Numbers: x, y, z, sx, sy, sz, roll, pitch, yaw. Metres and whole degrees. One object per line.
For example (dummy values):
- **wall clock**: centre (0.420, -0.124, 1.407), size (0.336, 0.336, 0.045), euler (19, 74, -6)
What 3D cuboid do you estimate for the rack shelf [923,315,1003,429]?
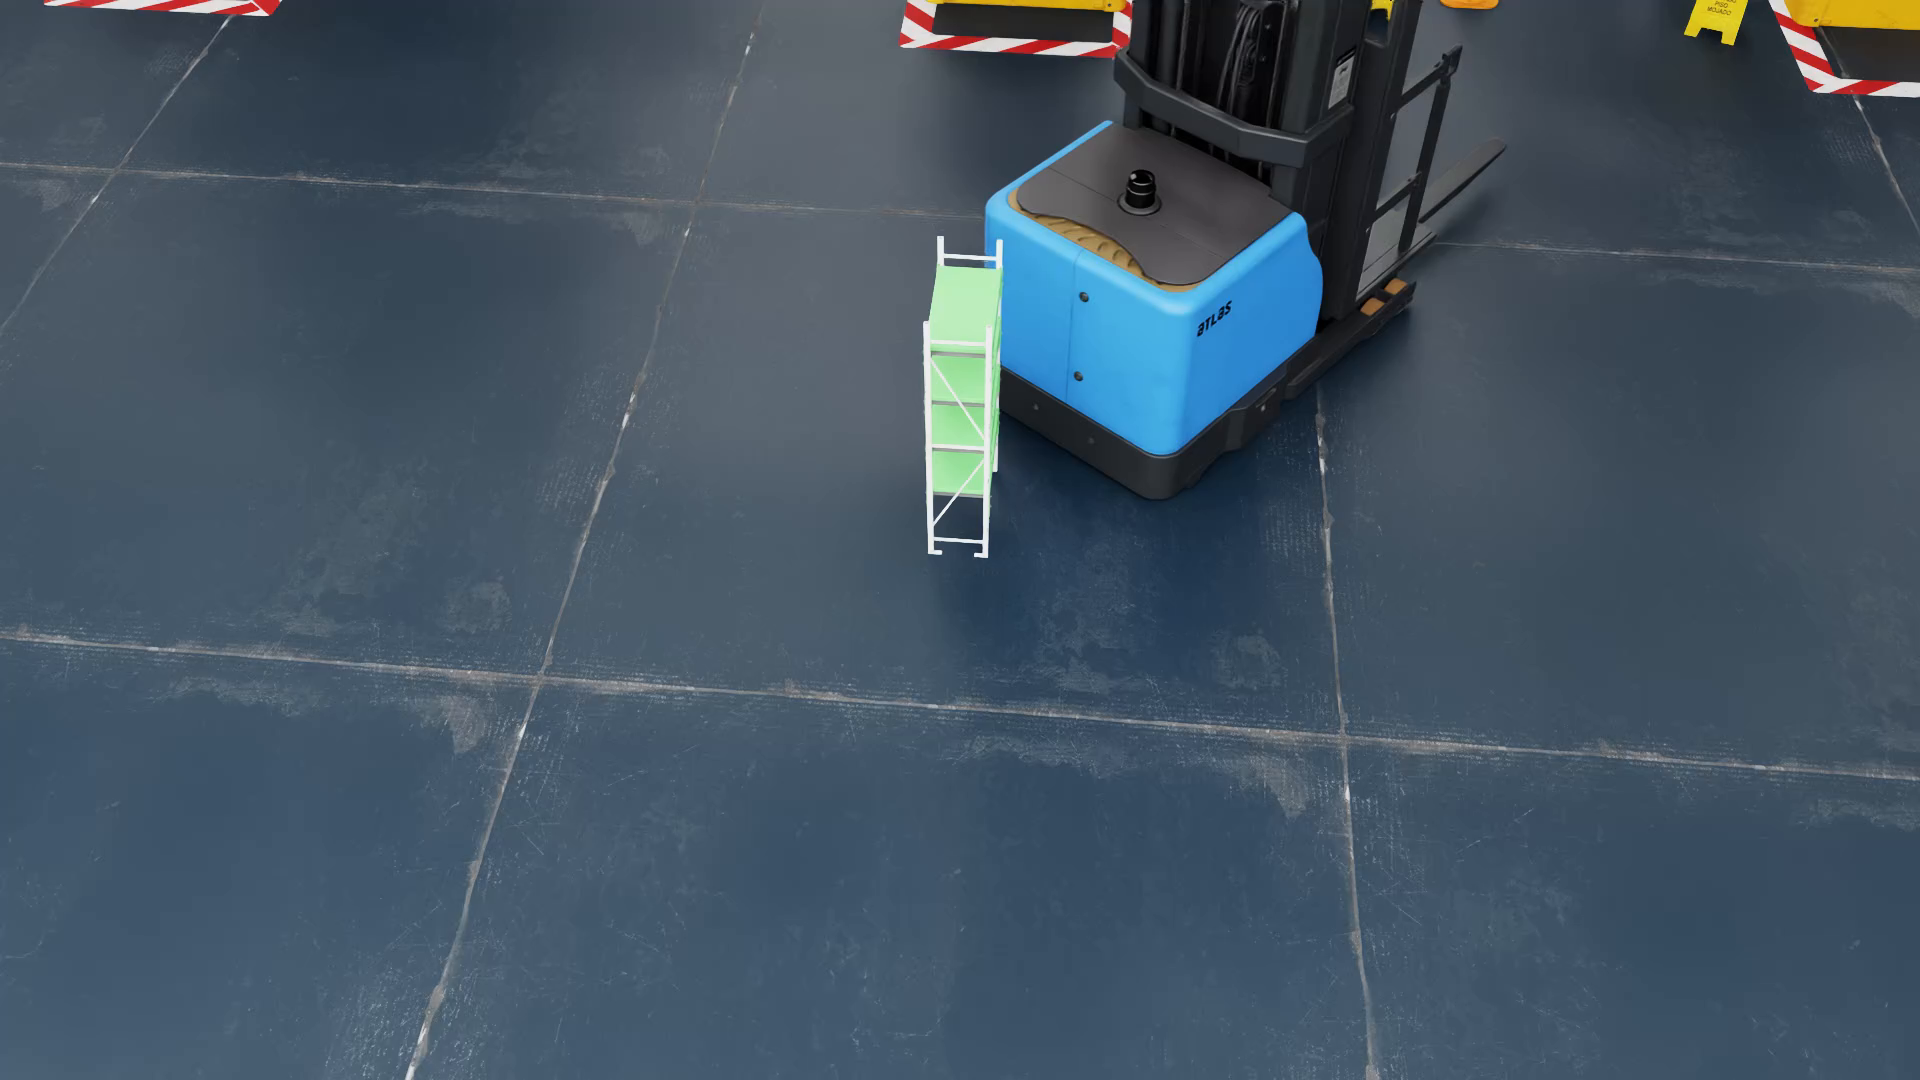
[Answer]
- **rack shelf**: centre (0.015, -0.645, 6.289), size (0.258, 0.148, 0.480), euler (4, 48, 4)

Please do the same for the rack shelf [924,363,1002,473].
- **rack shelf**: centre (0.015, -0.483, 6.466), size (0.258, 0.148, 0.480), euler (4, 48, 4)

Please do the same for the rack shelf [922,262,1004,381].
- **rack shelf**: centre (0.015, -0.807, 6.111), size (0.258, 0.148, 0.480), euler (4, 48, 4)

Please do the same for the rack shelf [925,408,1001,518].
- **rack shelf**: centre (0.015, -0.321, 6.643), size (0.258, 0.148, 0.480), euler (4, 48, 4)

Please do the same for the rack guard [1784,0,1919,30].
- **rack guard**: centre (5.328, -3.167, 9.308), size (1.175, 0.500, 0.348), euler (4, 48, 4)

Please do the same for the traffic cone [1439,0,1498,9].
- **traffic cone**: centre (2.940, -3.326, 9.479), size (0.336, 0.463, 0.334), euler (4, 48, 4)

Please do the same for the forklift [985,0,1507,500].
- **forklift**: centre (1.450, -2.158, 6.737), size (1.130, 2.935, 3.031), euler (34, 56, 27)

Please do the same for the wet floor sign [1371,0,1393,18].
- **wet floor sign**: centre (2.352, -3.265, 9.299), size (0.267, 0.644, 0.232), euler (-4, 48, -3)

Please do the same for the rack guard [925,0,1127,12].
- **rack guard**: centre (0.381, -3.352, 9.477), size (1.175, 0.500, 0.348), euler (4, 48, 4)

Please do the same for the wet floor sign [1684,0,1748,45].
- **wet floor sign**: centre (4.239, -3.093, 9.141), size (0.267, 0.644, 0.232), euler (19, 50, 17)

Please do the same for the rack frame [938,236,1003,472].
- **rack frame**: centre (0.037, -0.706, 6.583), size (0.240, 1.200, 0.015), euler (4, 48, 4)

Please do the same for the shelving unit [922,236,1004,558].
- **shelving unit**: centre (0.015, -0.527, 6.419), size (0.258, 1.200, 0.503), euler (4, 48, 4)

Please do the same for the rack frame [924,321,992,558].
- **rack frame**: centre (-0.007, -0.347, 6.255), size (0.240, 1.200, 0.015), euler (4, 48, 4)
